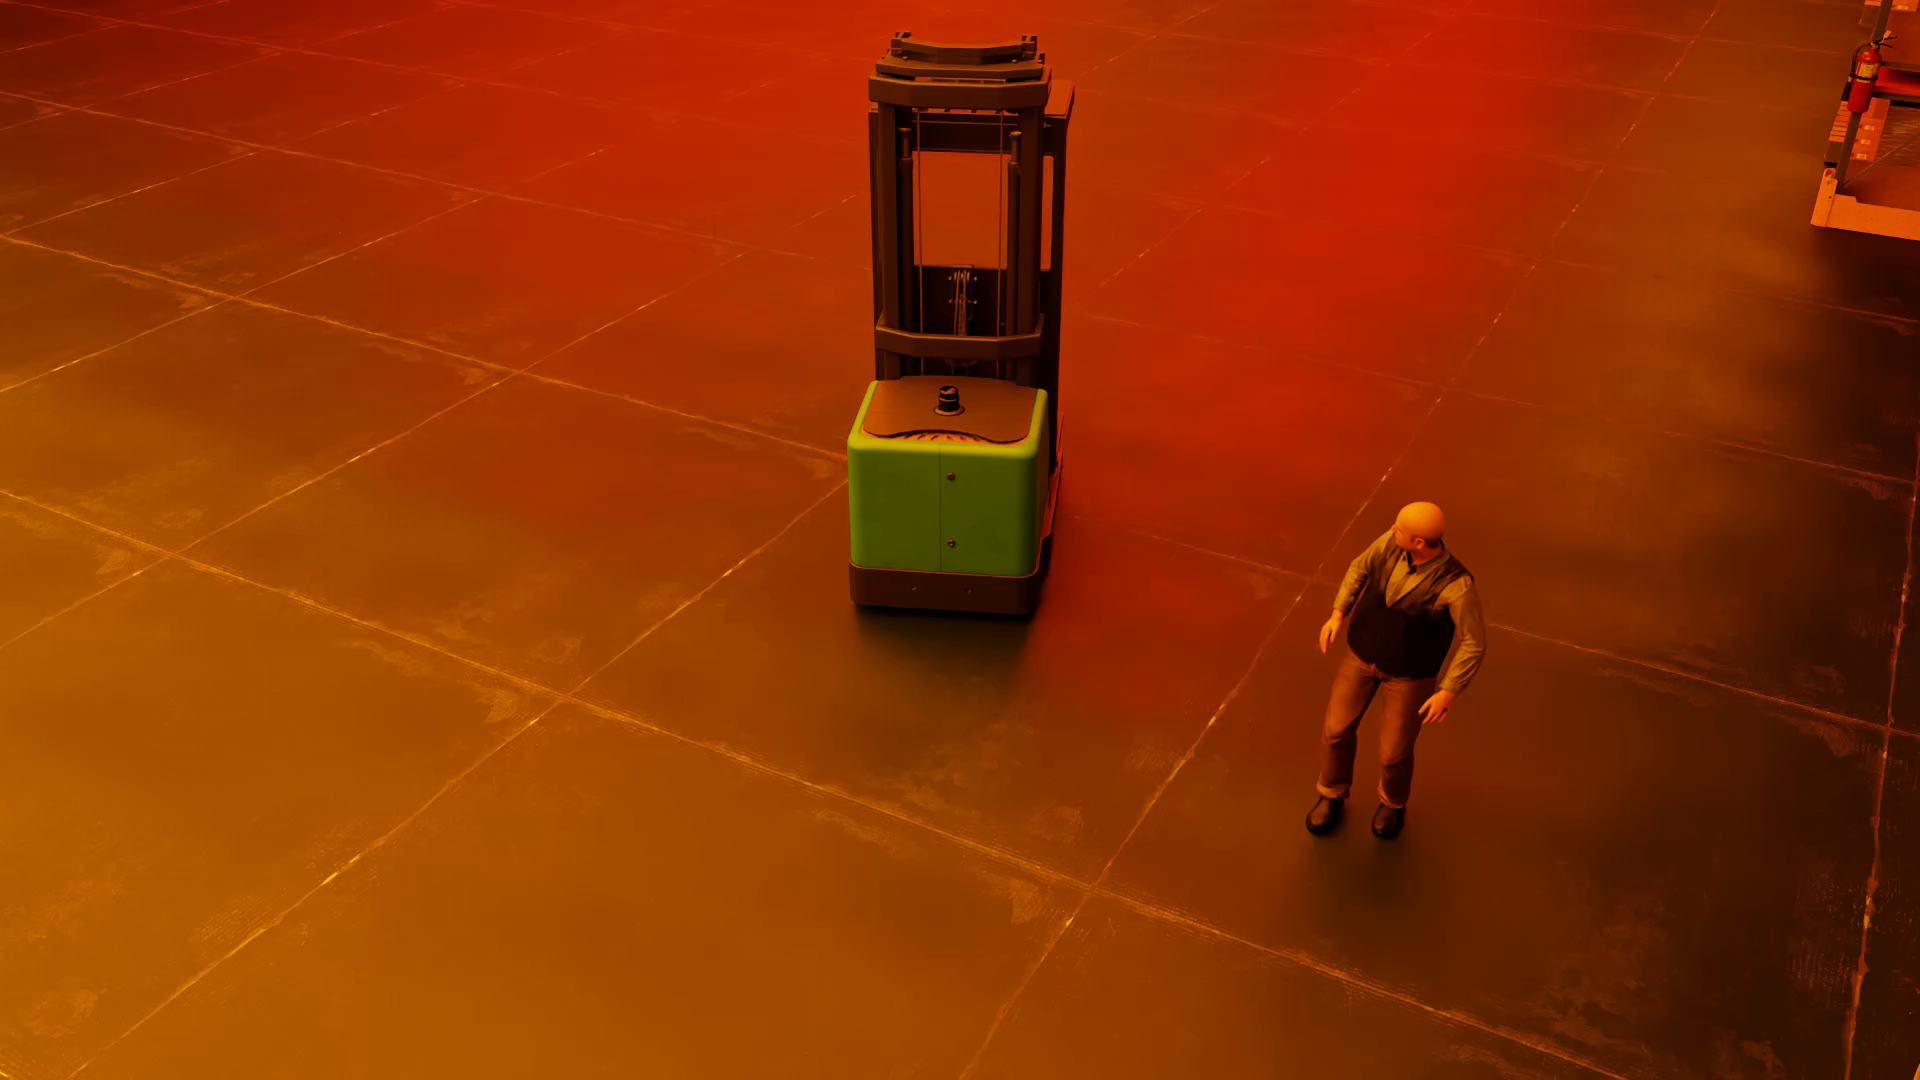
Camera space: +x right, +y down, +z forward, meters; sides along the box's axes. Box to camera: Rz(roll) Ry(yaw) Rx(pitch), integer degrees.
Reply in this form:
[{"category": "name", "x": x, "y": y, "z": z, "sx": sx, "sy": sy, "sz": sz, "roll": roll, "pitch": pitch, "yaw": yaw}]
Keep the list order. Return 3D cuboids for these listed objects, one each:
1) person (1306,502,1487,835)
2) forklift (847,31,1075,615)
[{"category": "person", "x": 1.907, "y": 0.581, "z": 7.306, "sx": 0.725, "sy": 1.698, "sz": 0.511, "roll": 24, "pitch": 38, "yaw": 36}, {"category": "forklift", "x": 0.072, "y": -1.572, "z": 9.794, "sx": 1.130, "sy": 2.935, "sz": 3.031, "roll": 3, "pitch": 30, "yaw": 6}]
